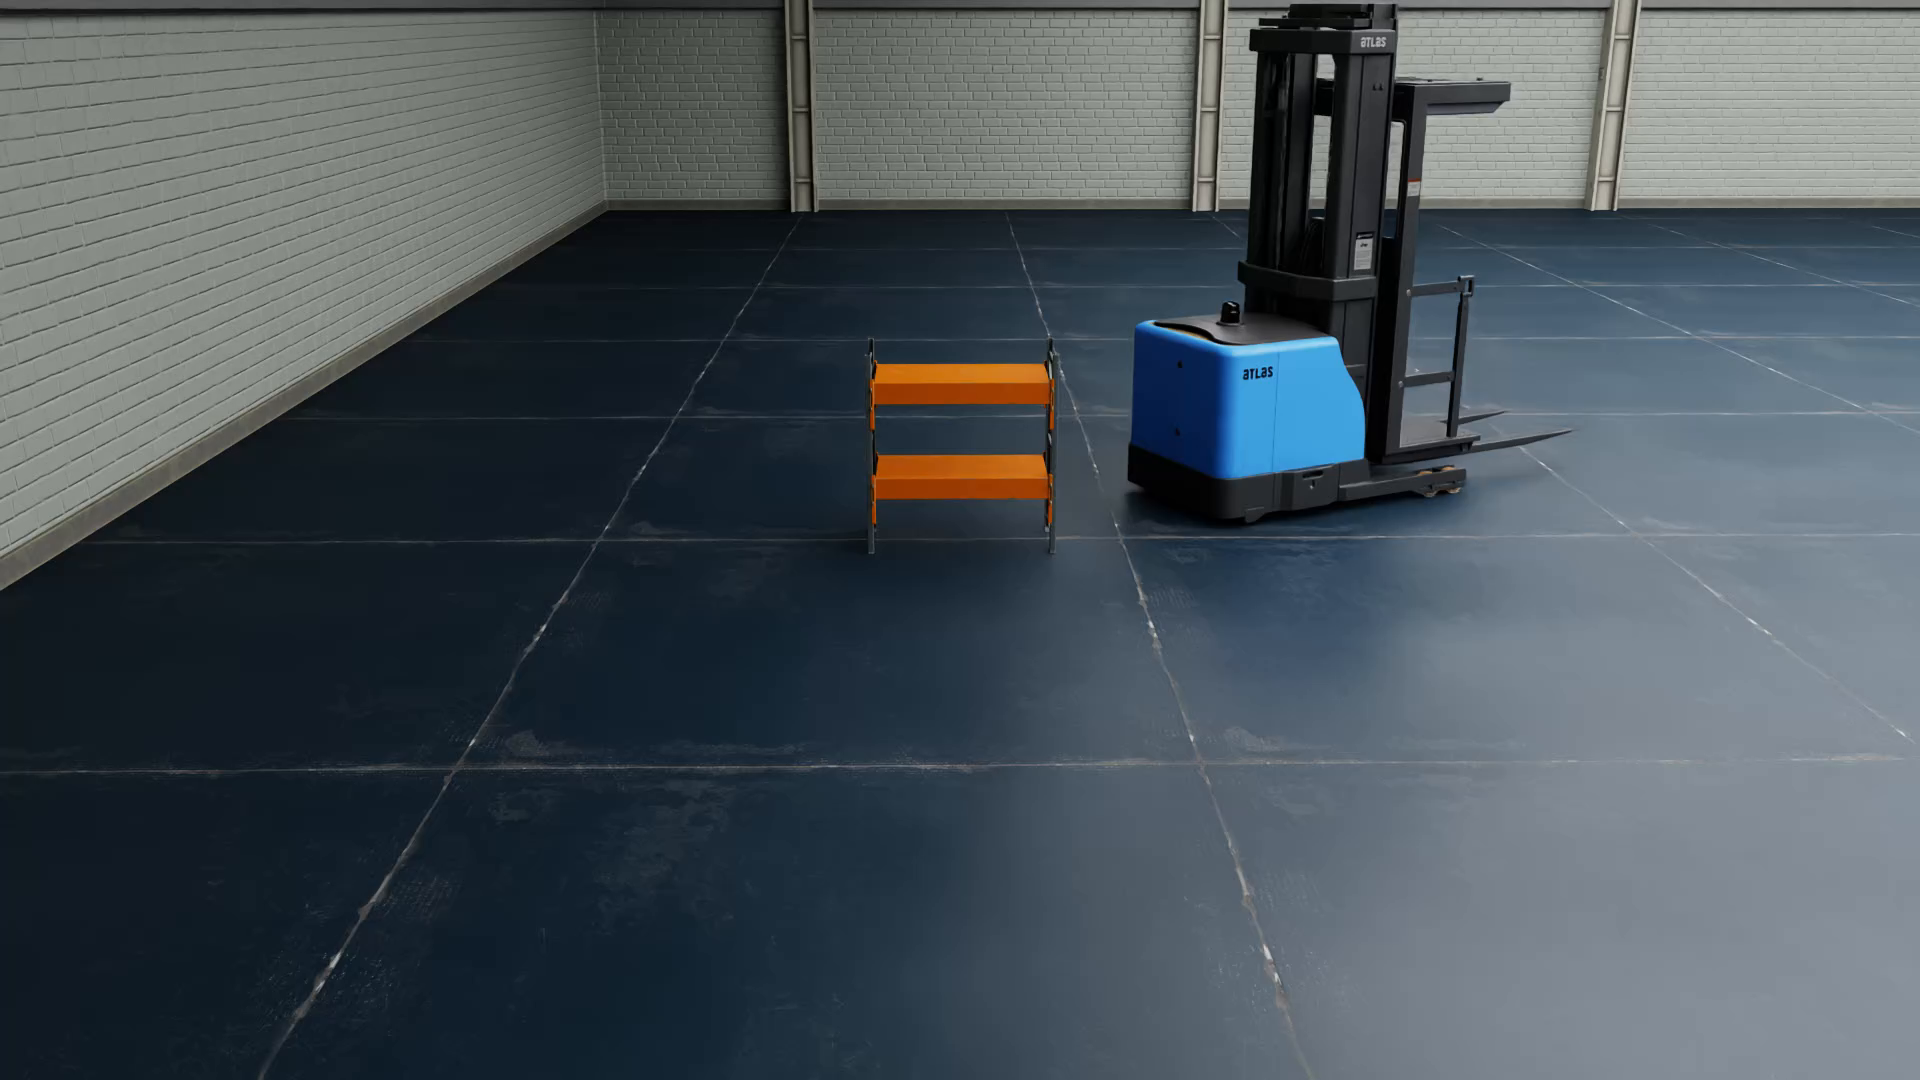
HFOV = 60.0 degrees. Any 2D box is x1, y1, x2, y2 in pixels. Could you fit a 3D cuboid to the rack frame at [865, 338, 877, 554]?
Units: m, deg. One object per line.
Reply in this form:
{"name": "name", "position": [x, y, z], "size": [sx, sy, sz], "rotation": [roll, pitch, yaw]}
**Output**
{"name": "rack frame", "position": [-0.502, -0.533, 9.368], "size": [0.032, 1.125, 0.500], "rotation": [0, 18, -1]}

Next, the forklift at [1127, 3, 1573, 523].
{"name": "forklift", "position": [2.605, -1.794, 10.343], "size": [3.031, 2.935, 1.130], "rotation": [-9, 20, -26]}

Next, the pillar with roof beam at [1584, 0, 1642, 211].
{"name": "pillar with roof beam", "position": [9.739, -7.968, 19.654], "size": [0.400, 9.000, 9.100], "rotation": [0, 18, -1]}

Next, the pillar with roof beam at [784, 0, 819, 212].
{"name": "pillar with roof beam", "position": [-2.259, -7.910, 19.473], "size": [0.400, 9.000, 9.100], "rotation": [0, 18, -1]}

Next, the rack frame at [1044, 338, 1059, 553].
{"name": "rack frame", "position": [0.515, -0.538, 9.384], "size": [0.032, 1.125, 0.500], "rotation": [0, 18, -1]}

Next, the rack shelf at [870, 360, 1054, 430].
{"name": "rack shelf", "position": [0.007, -0.814, 9.286], "size": [1.000, 0.278, 0.538], "rotation": [0, 18, -1]}

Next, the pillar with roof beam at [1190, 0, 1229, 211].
{"name": "pillar with roof beam", "position": [3.740, -7.939, 19.563], "size": [0.400, 9.000, 9.100], "rotation": [0, 18, -1]}

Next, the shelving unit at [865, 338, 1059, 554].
{"name": "shelving unit", "position": [0.007, -0.536, 9.376], "size": [1.048, 1.125, 0.538], "rotation": [0, 18, -1]}

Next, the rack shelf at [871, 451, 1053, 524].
{"name": "rack shelf", "position": [0.007, -0.303, 9.451], "size": [1.000, 0.278, 0.538], "rotation": [0, 18, -1]}
